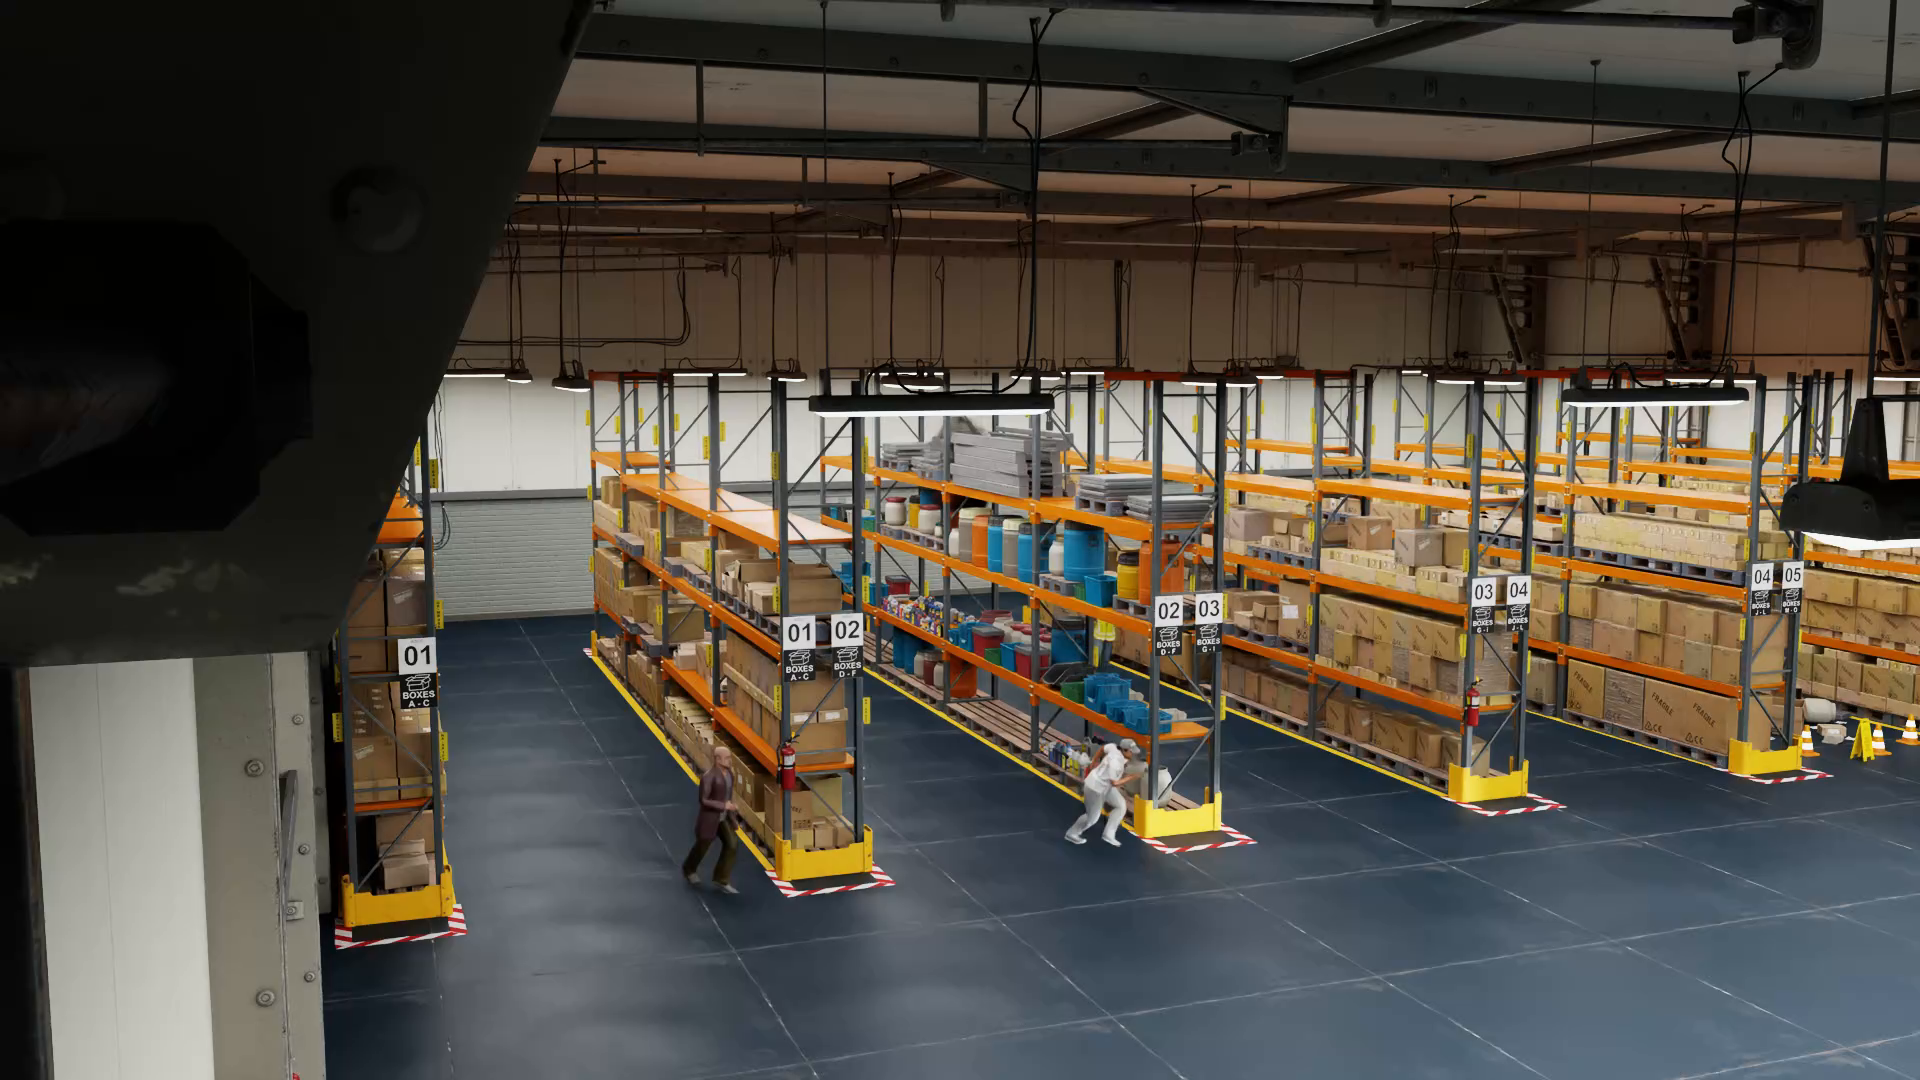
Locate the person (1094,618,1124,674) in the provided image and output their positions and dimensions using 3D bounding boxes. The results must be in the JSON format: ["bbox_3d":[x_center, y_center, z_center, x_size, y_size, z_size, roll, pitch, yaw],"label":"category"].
[{"bbox_3d":[2.786,1.907,31.906,0.696,1.704,0.732,-1,6,-6],"label":"person"}]

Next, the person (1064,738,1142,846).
[{"bbox_3d":[1.843,3.241,21.322,1.048,1.497,0.590,2,7,19],"label":"person"}]

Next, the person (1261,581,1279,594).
[{"bbox_3d":[7.740,0.909,41.176,0.828,1.689,0.620,4,8,32],"label":"person"}]

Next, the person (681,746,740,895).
[{"bbox_3d":[-2.973,3.332,19.657,0.857,1.697,0.695,4,8,35],"label":"person"}]
